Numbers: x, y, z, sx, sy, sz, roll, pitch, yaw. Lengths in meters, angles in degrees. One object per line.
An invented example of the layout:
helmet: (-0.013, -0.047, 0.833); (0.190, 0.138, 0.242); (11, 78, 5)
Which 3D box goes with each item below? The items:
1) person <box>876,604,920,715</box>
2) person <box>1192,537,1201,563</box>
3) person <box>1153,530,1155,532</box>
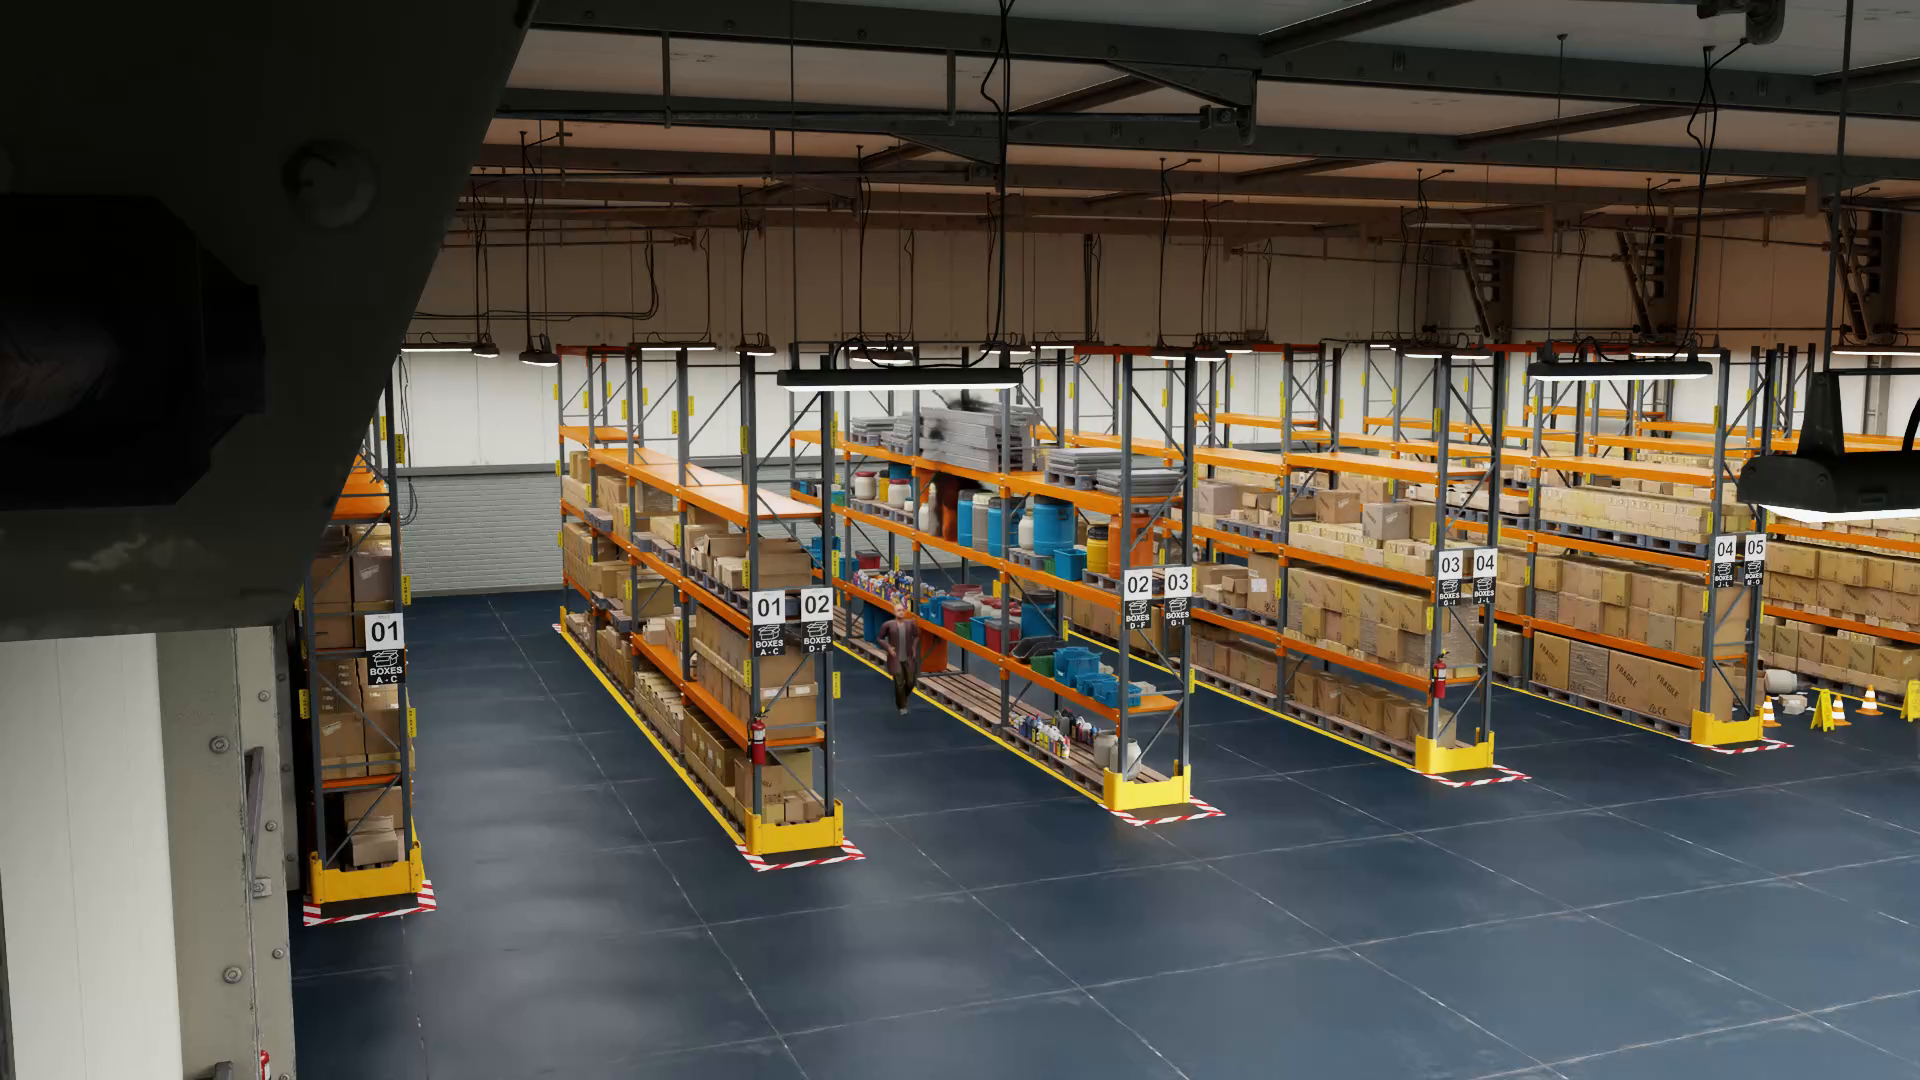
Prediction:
person: (-0.944, 1.868, 26.096); (0.731, 1.747, 0.588); (-2, 8, -19)
person: (5.184, 0.685, 37.609); (0.674, 1.808, 0.895); (-1, 7, -12)
person: (4.456, 0.364, 40.284); (0.722, 1.777, 0.629); (7, 10, 42)
